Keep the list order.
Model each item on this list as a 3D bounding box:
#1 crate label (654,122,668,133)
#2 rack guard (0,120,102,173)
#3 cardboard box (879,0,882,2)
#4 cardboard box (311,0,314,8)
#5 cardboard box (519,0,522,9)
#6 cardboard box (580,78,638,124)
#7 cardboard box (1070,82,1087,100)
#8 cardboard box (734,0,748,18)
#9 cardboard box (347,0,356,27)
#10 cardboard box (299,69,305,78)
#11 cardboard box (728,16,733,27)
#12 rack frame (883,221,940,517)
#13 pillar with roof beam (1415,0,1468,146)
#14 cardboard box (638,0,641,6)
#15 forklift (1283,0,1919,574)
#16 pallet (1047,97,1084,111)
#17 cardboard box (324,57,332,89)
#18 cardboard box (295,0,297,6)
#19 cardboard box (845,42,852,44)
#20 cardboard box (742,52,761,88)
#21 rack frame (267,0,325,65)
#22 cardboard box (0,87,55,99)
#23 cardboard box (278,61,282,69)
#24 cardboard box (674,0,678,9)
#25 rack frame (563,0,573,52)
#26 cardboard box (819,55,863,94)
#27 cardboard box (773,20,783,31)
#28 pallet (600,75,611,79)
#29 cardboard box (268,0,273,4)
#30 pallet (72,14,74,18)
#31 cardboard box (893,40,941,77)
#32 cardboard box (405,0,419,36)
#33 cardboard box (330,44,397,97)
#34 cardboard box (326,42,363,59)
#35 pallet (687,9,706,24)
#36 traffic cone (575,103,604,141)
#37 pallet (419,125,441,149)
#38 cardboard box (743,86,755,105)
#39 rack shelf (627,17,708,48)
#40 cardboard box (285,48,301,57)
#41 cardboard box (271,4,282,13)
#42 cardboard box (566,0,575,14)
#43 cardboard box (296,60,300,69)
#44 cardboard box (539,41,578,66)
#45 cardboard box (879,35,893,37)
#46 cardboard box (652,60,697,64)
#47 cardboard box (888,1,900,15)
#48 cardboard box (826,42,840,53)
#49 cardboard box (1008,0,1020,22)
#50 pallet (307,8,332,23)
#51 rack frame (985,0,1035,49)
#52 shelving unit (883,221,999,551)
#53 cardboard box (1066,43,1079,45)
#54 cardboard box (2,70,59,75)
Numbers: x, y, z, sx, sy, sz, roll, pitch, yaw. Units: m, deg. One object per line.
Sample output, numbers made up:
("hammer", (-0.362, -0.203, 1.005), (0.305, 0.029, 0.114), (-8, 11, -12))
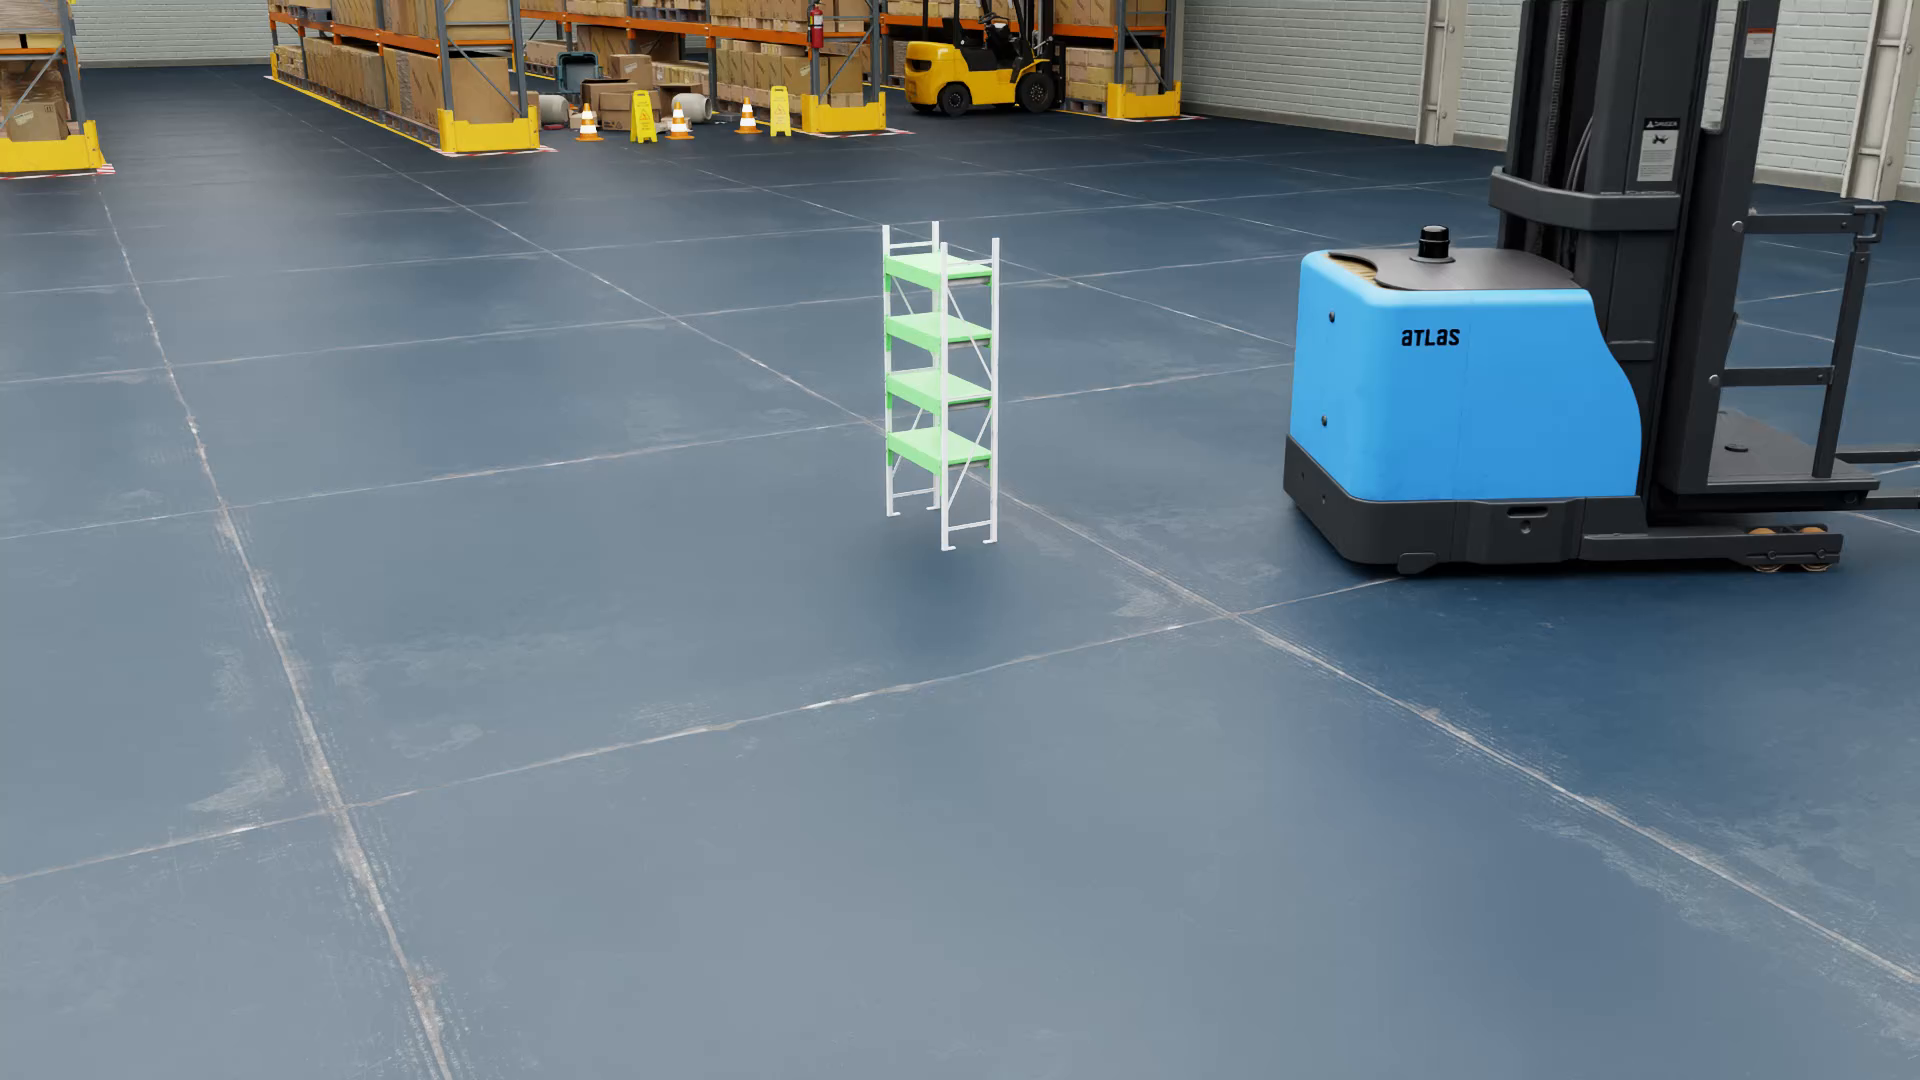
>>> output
("crate label", (-4.161, -5.636, 22.756), (0.298, 0.136, 0.250), (11, 22, 30))
("rack guard", (-10.336, -4.425, 18.688), (1.175, 0.500, 0.348), (-10, 21, -27))
("cardboard box", (-1.660, -10.395, 31.899), (0.380, 0.149, 0.250), (-10, 21, -26))
("cardboard box", (-10.563, -8.916, 27.612), (0.380, 0.149, 0.250), (-10, 21, -26))
("cardboard box", (-9.201, -11.578, 35.432), (0.500, 0.500, 0.500), (-10, 21, -27))
("cardboard box", (-5.092, -6.383, 24.149), (0.797, 0.637, 0.503), (-10, 21, -27))
("cardboard box", (2.059, -7.018, 25.944), (0.500, 0.250, 0.500), (-10, 21, -27))
("cardboard box", (-3.028, -8.000, 24.606), (0.500, 0.500, 0.500), (-10, 21, -27))
("cardboard box", (-8.992, -8.063, 25.247), (0.500, 0.500, 0.500), (-10, 22, -27))
("cardboard box", (-12.071, -8.679, 30.912), (0.380, 0.149, 0.250), (-10, 21, -26))
("cardboard box", (-3.292, -7.873, 25.234), (0.380, 0.149, 0.250), (-10, 21, -27))
("rack frame", (-0.194, -0.685, 6.776), (0.240, 1.200, 0.015), (-10, 21, -27))
("pillar with roof beam", (2.311, -8.676, 17.978), (9.100, 9.000, 0.400), (-10, 21, -27))
("cardboard box", (-5.386, -9.374, 28.939), (0.380, 0.149, 0.250), (-11, 22, -30))
("forklift", (2.910, -1.432, 6.288), (3.031, 2.935, 1.130), (-1, 19, -4))
("pallet", (1.813, -7.134, 26.982), (1.003, 0.211, 1.213), (-10, 21, -27))
("cardboard box", (-10.471, -7.935, 28.218), (0.500, 0.500, 0.500), (-9, 21, -24))
("cardboard box", (-11.432, -9.441, 29.134), (0.380, 0.149, 0.250), (-10, 21, -26))
("cardboard box", (-2.073, -9.997, 33.198), (0.380, 0.149, 0.250), (-11, 22, -29))
("cardboard box", (-2.926, -7.009, 24.766), (0.500, 0.500, 0.500), (-9, 21, -24))
("rack frame", (-13.484, -10.917, 33.670), (1.000, 3.000, 0.127), (-10, 21, -27))
("cardboard box", (-11.766, -5.465, 21.060), (0.500, 0.500, 0.500), (-3, 19, -9))
("cardboard box", (-13.517, -9.568, 33.487), (0.380, 0.149, 0.250), (-10, 21, -26))
("cardboard box", (-4.437, -8.748, 27.125), (0.380, 0.149, 0.250), (-10, 21, -27))
("rack frame", (-7.277, -10.564, 32.648), (1.000, 3.000, 0.127), (-10, 21, -27))
("cardboard box", (-1.730, -6.654, 23.738), (0.500, 0.500, 0.500), (-11, 22, -28))
("cardboard box", (-2.414, -7.277, 23.506), (0.380, 0.149, 0.250), (-10, 21, -26))
("pallet", (-6.260, -8.686, 31.479), (1.003, 0.211, 1.213), (-10, 21, -27))
("cardboard box", (-13.514, -10.933, 33.108), (0.500, 0.500, 0.500), (-9, 21, -24))
("pallet", (-13.666, -7.602, 24.358), (1.213, 0.211, 1.003), (-10, 21, -27))
("cardboard box", (-0.726, -9.081, 31.346), (0.875, 0.625, 0.625), (-9, 21, -25))
("cardboard box", (-6.826, -6.975, 22.015), (0.875, 0.550, 0.500), (-10, 21, -27))
("cardboard box", (-9.475, -7.567, 26.766), (1.050, 0.750, 0.750), (-10, 22, -27))
("cardboard box", (-10.241, -8.147, 27.683), (0.500, 0.250, 0.500), (-11, 22, -28))
("pallet", (-3.713, -8.419, 26.725), (1.003, 0.211, 1.213), (-10, 21, -27))
("traffic cone", (-4.889, -5.497, 21.852), (0.336, 0.463, 0.334), (-10, 21, -27))
("pallet", (-6.335, -5.223, 21.444), (1.003, 0.211, 1.213), (-10, 21, -27))
("cardboard box", (-2.917, -6.652, 24.882), (0.500, 0.250, 0.500), (-10, 22, -27))
("rack shelf", (-4.427, -8.502, 27.774), (1.077, 0.370, 4.000), (-10, 21, -27))
("cardboard box", (-12.892, -9.471, 32.295), (0.380, 0.149, 0.250), (-10, 21, -26))
("cardboard box", (-13.381, -10.502, 32.853), (0.380, 0.149, 0.250), (-11, 22, -28))
("cardboard box", (-7.300, -10.326, 32.188), (0.500, 0.250, 0.500), (-11, 22, -28))
("cardboard box", (-12.154, -8.877, 31.029), (0.380, 0.149, 0.250), (-11, 22, -29))
("cardboard box", (-8.333, -10.265, 35.064), (0.875, 0.438, 0.875), (-9, 21, -25))
("cardboard box", (-1.489, -10.007, 33.226), (0.380, 0.149, 0.250), (-10, 22, -28))
("cardboard box", (-5.118, -8.209, 29.206), (0.950, 0.372, 0.625), (-12, 22, -30))
("cardboard box", (-1.015, -9.950, 31.098), (0.500, 0.250, 0.500), (-10, 21, -26))
("cardboard box", (-2.384, -9.882, 33.860), (0.500, 0.500, 0.500), (-11, 22, -28))
("cardboard box", (1.132, -8.770, 27.296), (0.500, 0.500, 0.500), (-10, 21, -26))
("pallet", (-10.118, -8.718, 27.591), (1.213, 0.211, 1.003), (-10, 21, -27))
("rack frame", (0.889, -9.038, 28.224), (1.000, 3.000, 0.127), (-10, 21, -27))
("shelving unit", (-0.079, -0.615, 6.573), (0.258, 1.200, 0.503), (-10, 21, -27))
("cardboard box", (1.775, -8.007, 27.277), (0.500, 0.250, 0.500), (-10, 21, -26))
("cardboard box", (-13.488, -6.561, 24.204), (0.700, 0.500, 0.500), (-12, 22, -31))
